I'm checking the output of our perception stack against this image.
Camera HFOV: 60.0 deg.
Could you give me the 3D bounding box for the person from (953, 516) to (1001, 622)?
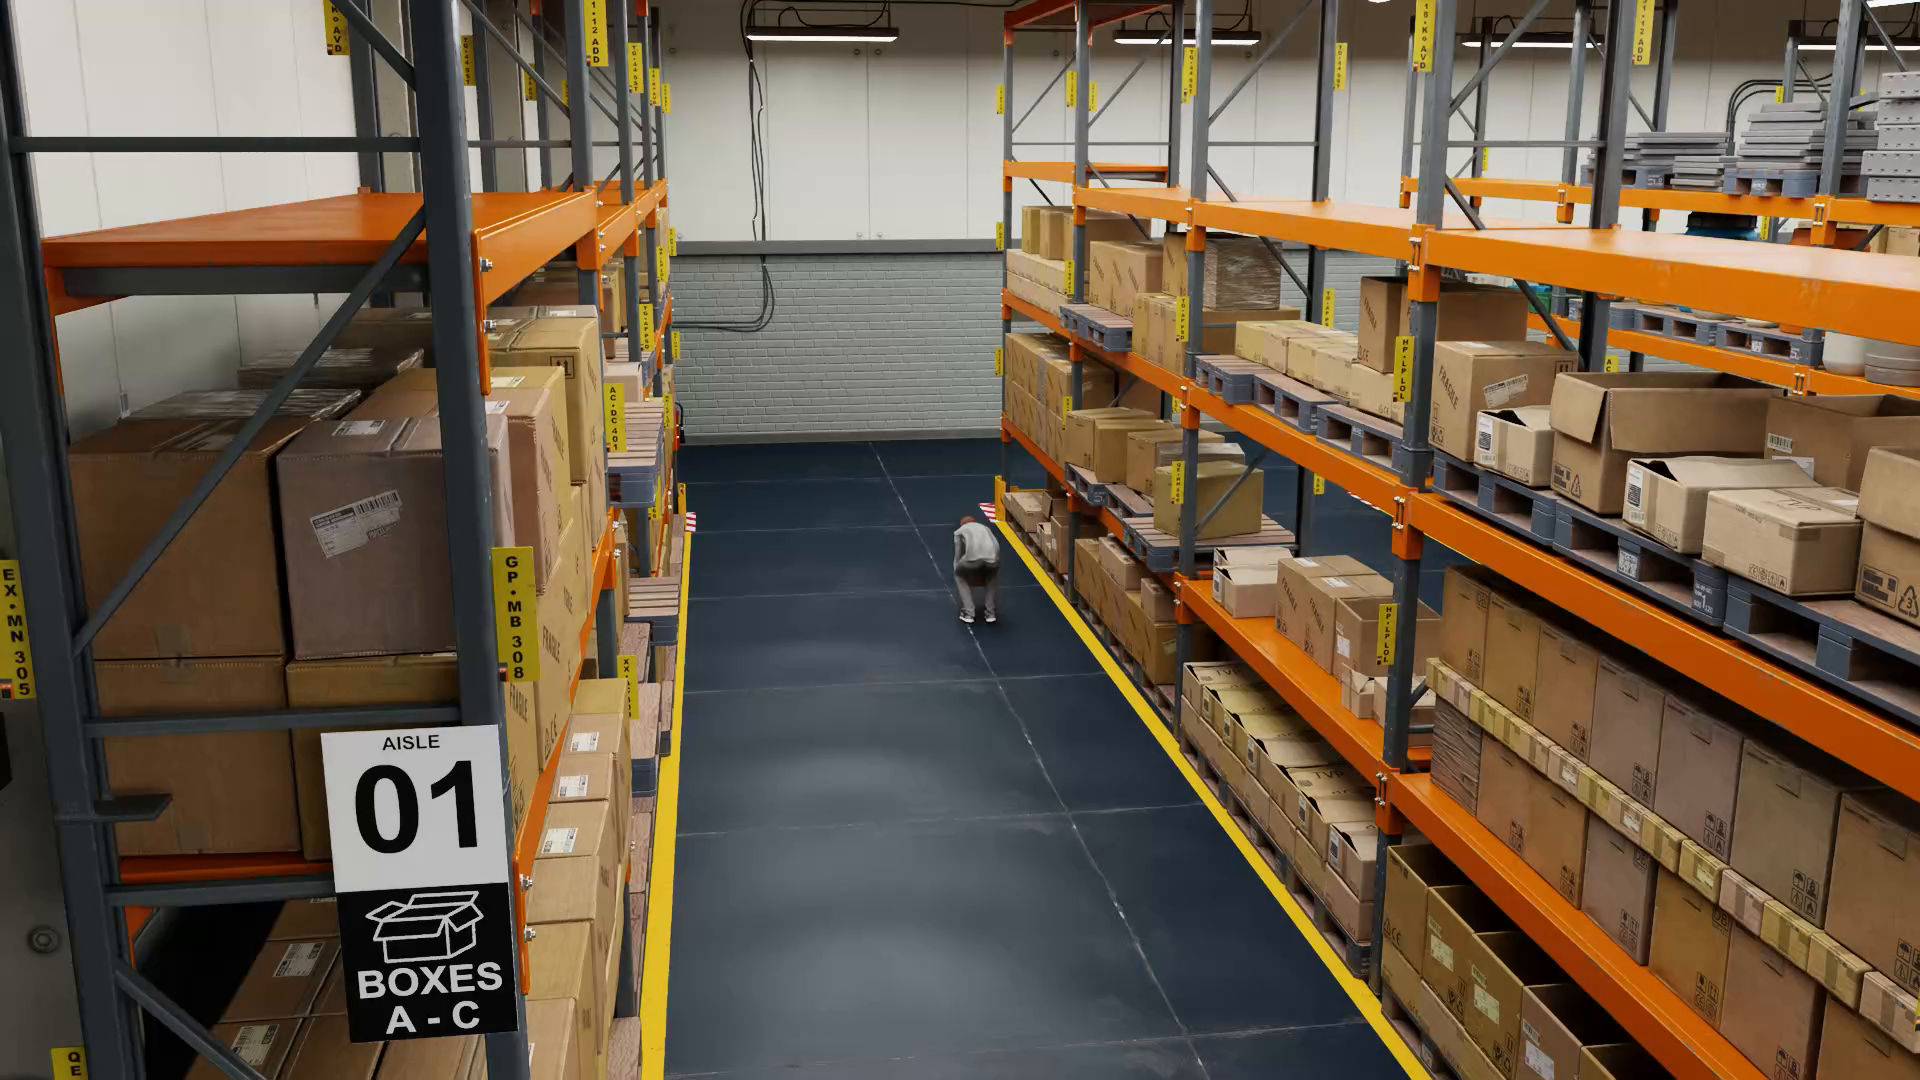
[{"bbox_3d":[0.152,0.294,16.215,0.427,0.932,0.863,-3,14,-11],"label":"person"}]
